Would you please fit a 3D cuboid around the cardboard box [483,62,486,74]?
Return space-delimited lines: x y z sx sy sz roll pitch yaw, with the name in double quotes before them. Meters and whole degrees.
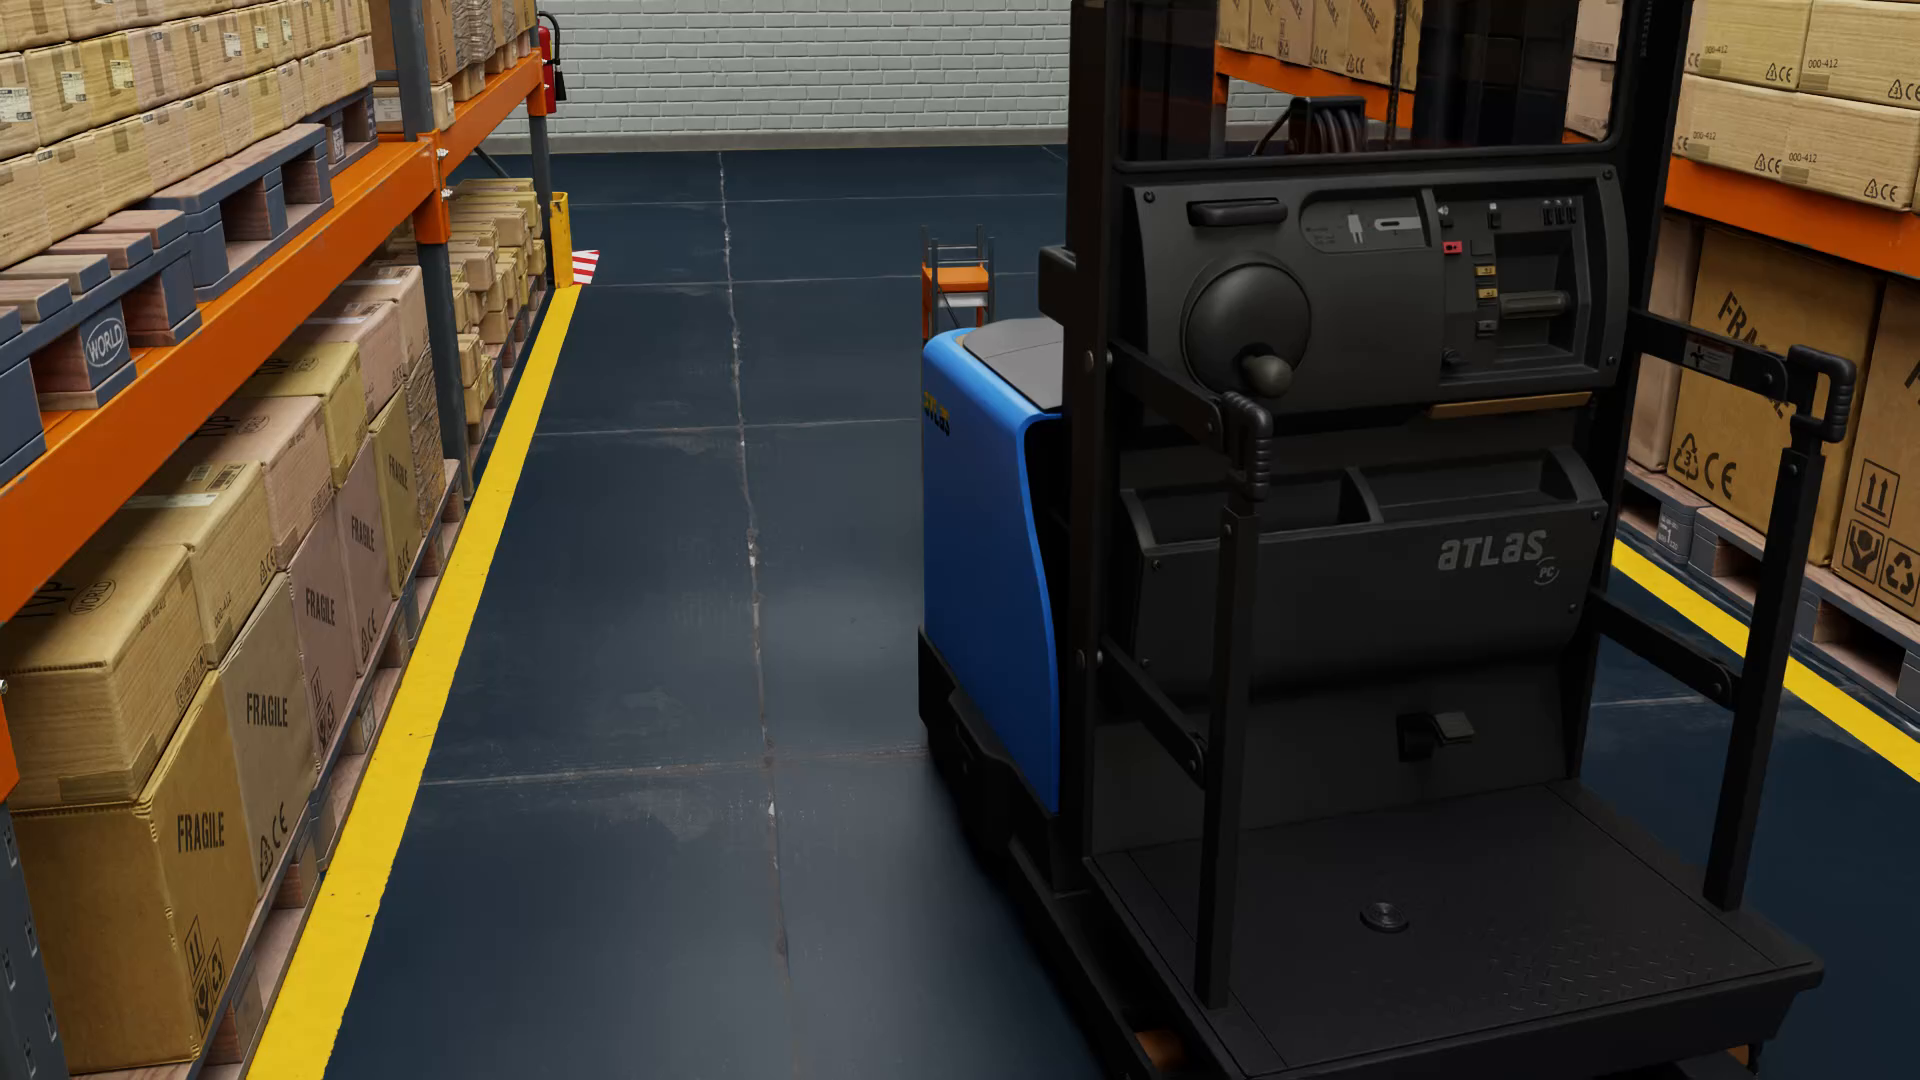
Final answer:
"cardboard box" -2.441 -2.250 7.813 0.380 0.149 0.250 -4 21 -10

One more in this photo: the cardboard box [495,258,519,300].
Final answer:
"cardboard box" -2.258 -1.207 7.710 0.380 0.149 0.250 -3 21 -7

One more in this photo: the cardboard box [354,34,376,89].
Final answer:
"cardboard box" -2.036 -1.483 5.160 0.380 0.149 0.250 -3 21 -9

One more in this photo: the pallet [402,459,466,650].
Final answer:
"pallet" -2.176 0.044 5.297 1.003 0.211 1.213 -3 21 -8

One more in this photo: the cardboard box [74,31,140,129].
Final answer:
"cardboard box" -1.703 -0.816 2.948 0.380 0.149 0.250 -3 21 -8

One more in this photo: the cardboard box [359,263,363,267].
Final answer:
"cardboard box" -2.678 -1.048 6.859 0.380 0.149 0.250 -2 21 -6

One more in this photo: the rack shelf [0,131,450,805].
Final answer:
"rack shelf" -2.001 -0.502 3.803 1.077 0.370 4.000 -3 21 -8

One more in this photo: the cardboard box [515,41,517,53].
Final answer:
"cardboard box" -2.490 -2.526 8.553 0.380 0.149 0.250 -3 21 -8

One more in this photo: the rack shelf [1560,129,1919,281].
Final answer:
"rack shelf" 2.883 -0.787 4.565 1.077 0.370 4.000 -3 21 -8

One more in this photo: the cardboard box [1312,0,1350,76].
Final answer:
"cardboard box" 2.048 -2.544 8.098 0.500 0.500 0.500 -2 21 -6

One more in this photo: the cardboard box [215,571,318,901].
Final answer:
"cardboard box" -1.638 0.396 3.342 0.500 0.500 0.500 -3 21 -7

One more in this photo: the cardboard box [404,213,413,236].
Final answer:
"cardboard box" -2.941 -1.593 8.319 0.380 0.149 0.250 -4 21 -10

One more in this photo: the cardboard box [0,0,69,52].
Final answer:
"cardboard box" -1.660 -0.853 2.620 0.380 0.149 0.250 -3 21 -8

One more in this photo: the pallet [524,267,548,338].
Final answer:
"pallet" -2.773 -1.301 8.898 1.003 0.211 1.213 -3 21 -8

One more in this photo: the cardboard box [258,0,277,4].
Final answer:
"cardboard box" -1.893 -1.402 4.091 0.380 0.149 0.250 -4 21 -10

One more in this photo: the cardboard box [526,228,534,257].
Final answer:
"cardboard box" -2.431 -1.569 8.680 0.380 0.149 0.250 -4 21 -10

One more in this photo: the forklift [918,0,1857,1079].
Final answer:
"forklift" 0.802 -0.429 2.676 1.130 2.935 3.031 -6 21 -15

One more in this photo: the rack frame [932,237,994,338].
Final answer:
"rack frame" 0.010 -0.468 5.469 0.200 1.050 0.008 -3 21 -8

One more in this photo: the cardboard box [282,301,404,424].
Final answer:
"cardboard box" -1.871 -0.485 4.629 0.500 0.250 0.500 -2 21 -5

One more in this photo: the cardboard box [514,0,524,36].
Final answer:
"cardboard box" -2.477 -2.782 8.309 0.500 0.500 0.500 -3 21 -9

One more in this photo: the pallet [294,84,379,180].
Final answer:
"pallet" -2.323 -1.170 4.836 1.003 0.211 1.213 -3 21 -8

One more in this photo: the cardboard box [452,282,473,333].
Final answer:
"cardboard box" -2.115 -0.900 6.463 0.380 0.149 0.250 -2 21 -5

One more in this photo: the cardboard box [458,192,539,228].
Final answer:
"cardboard box" -2.396 -1.713 8.640 0.380 0.149 0.250 -3 21 -9

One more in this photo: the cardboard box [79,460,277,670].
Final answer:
"cardboard box" -1.646 0.049 3.197 0.500 0.250 0.500 -3 21 -8

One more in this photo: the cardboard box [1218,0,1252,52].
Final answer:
"cardboard box" 1.803 -3.068 9.500 0.500 0.500 0.500 -3 21 -8

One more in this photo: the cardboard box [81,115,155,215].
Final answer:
"cardboard box" -1.696 -0.671 2.984 0.380 0.149 0.250 -2 21 -5

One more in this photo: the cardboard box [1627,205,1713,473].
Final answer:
"cardboard box" 2.763 -0.807 6.027 0.875 0.875 0.875 -2 21 -6

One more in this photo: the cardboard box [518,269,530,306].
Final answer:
"cardboard box" -2.346 -1.257 8.268 0.380 0.149 0.250 -4 21 -10

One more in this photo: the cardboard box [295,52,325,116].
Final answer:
"cardboard box" -1.928 -1.220 4.455 0.380 0.149 0.250 -4 21 -11

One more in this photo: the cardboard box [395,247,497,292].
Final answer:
"cardboard box" -2.216 -1.166 7.176 0.380 0.149 0.250 -2 21 -7

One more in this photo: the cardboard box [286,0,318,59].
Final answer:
"cardboard box" -1.921 -1.351 4.380 0.380 0.149 0.250 -4 21 -10

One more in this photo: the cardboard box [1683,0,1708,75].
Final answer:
"cardboard box" 2.482 -1.635 5.306 0.500 0.250 0.500 -3 21 -7

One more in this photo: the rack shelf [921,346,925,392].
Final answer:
"rack shelf" -0.008 -0.500 5.586 0.215 0.259 0.240 -3 21 -8

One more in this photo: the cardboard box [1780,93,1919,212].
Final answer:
"cardboard box" 2.594 -1.050 4.454 0.500 0.250 0.500 -3 21 -9

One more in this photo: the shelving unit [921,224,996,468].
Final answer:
"shelving unit" -0.008 -0.510 5.582 0.215 1.050 0.252 -3 21 -8

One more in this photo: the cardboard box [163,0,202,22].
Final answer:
"cardboard box" -1.779 -1.130 3.362 0.380 0.149 0.250 -2 21 -6

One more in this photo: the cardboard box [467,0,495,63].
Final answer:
"cardboard box" -2.227 -2.249 6.884 0.500 0.500 0.500 -3 21 -9

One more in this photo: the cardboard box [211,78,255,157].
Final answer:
"cardboard box" -1.807 -0.940 3.705 0.380 0.149 0.250 -4 21 -10

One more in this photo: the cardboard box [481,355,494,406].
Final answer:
"cardboard box" -2.062 -0.628 6.584 0.380 0.149 0.250 -2 21 -6

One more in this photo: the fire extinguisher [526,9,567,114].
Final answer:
"fire extinguisher" -2.446 -2.816 9.613 0.296 0.674 0.183 -3 21 -8

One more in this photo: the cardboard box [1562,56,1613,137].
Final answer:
"cardboard box" 2.397 -1.581 5.876 0.500 0.250 0.500 -3 21 -9

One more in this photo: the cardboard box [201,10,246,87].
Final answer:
"cardboard box" -1.814 -1.082 3.660 0.380 0.149 0.250 -2 21 -6

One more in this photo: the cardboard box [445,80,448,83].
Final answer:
"cardboard box" -2.241 -1.799 6.604 0.380 0.149 0.250 -4 21 -10

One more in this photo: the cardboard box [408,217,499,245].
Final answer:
"cardboard box" -2.400 -1.433 7.890 0.380 0.149 0.250 -4 21 -10

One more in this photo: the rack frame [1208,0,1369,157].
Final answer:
"rack frame" 2.018 -3.202 10.001 1.000 3.000 0.127 -3 21 -8

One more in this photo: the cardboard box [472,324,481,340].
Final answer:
"cardboard box" -2.309 -0.888 7.280 0.380 0.149 0.250 -4 21 -10

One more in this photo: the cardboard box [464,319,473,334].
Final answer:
"cardboard box" -2.257 -0.933 6.977 0.380 0.149 0.250 -4 21 -11

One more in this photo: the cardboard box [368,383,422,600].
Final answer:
"cardboard box" -1.860 -0.136 4.767 0.500 0.500 0.500 -3 21 -9

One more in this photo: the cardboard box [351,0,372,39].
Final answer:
"cardboard box" -2.037 -1.623 5.107 0.380 0.149 0.250 -2 21 -6
